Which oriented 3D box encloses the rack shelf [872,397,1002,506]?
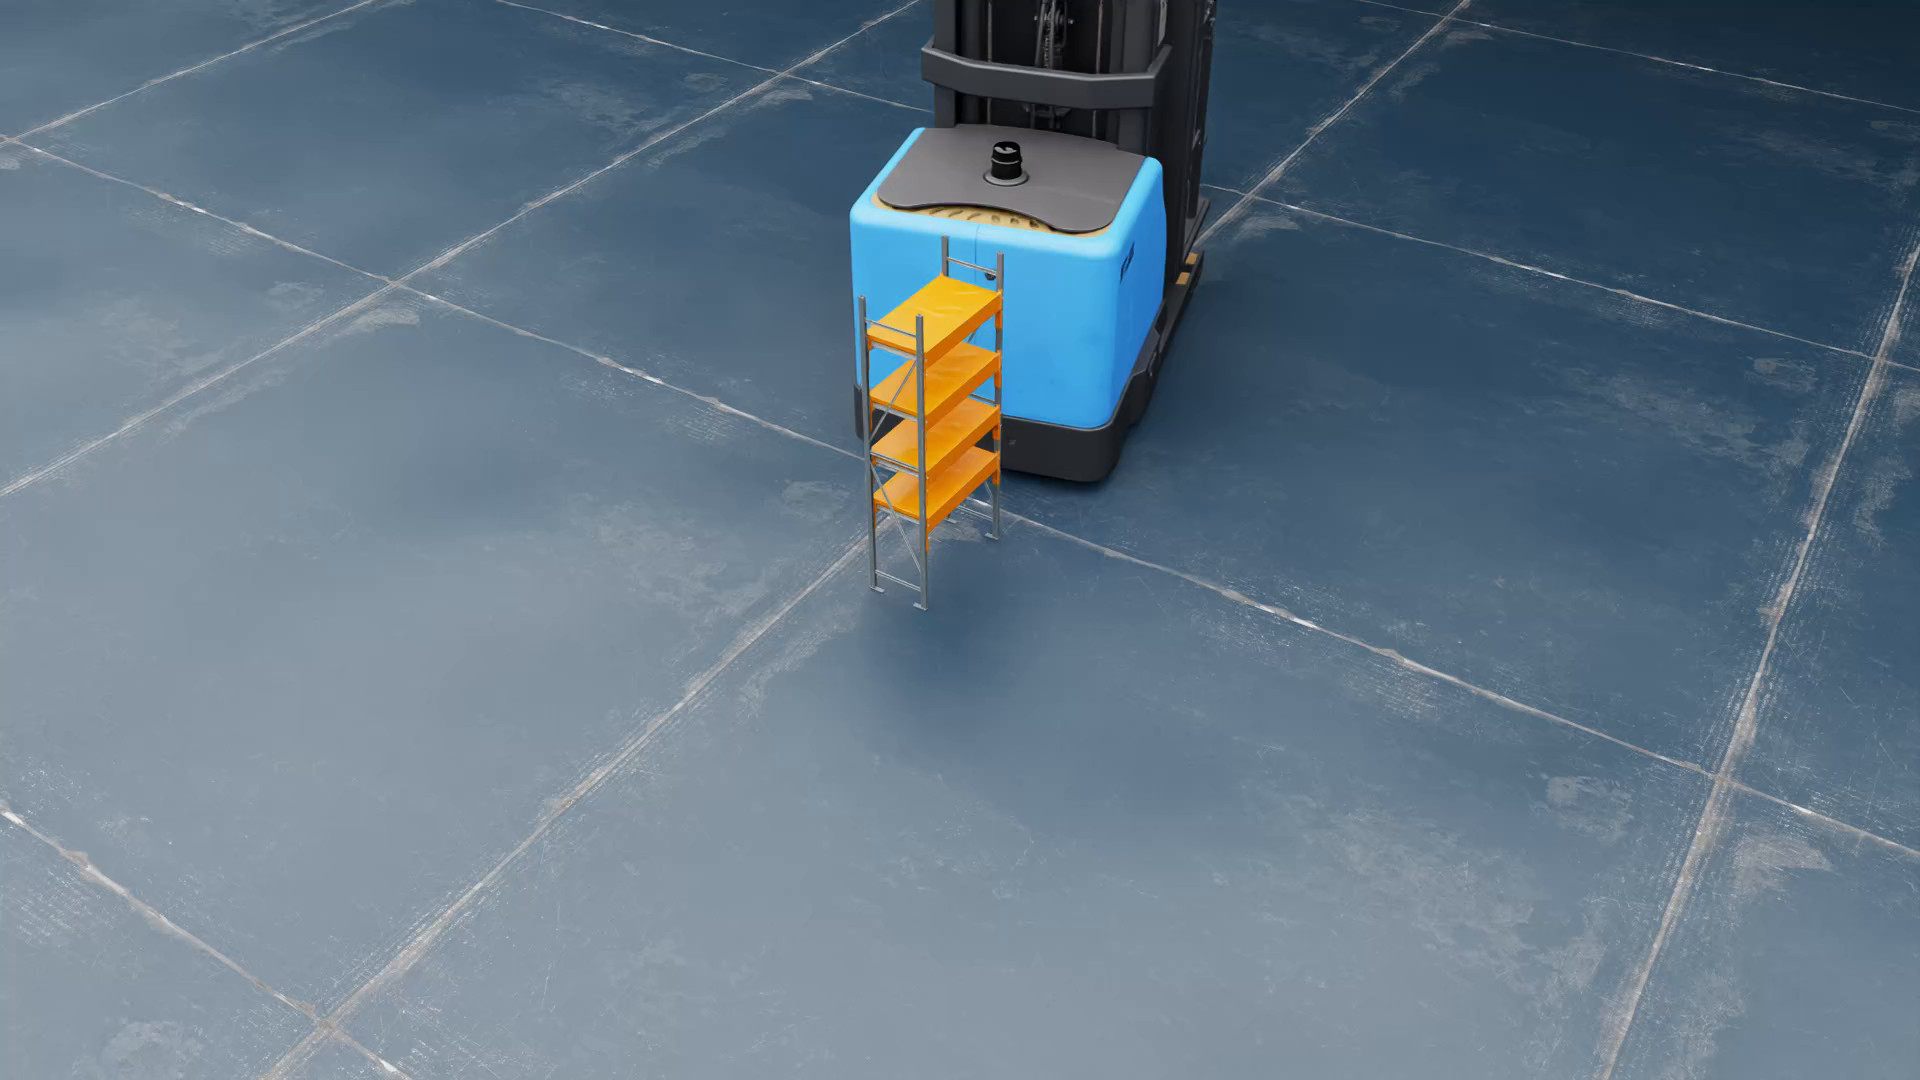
[{"bbox_3d":[-0.089,-0.337,5.814,0.258,0.148,0.480,21,42,25],"label":"rack shelf"}]

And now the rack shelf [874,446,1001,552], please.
[{"bbox_3d":[-0.089,-0.179,5.935,0.258,0.148,0.480,21,42,25],"label":"rack shelf"}]

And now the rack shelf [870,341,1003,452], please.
[{"bbox_3d":[-0.089,-0.514,5.677,0.258,0.148,0.480,21,42,25],"label":"rack shelf"}]

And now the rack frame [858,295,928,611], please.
[{"bbox_3d":[-0.219,-0.264,5.610,0.240,1.200,0.015,21,42,25],"label":"rack frame"}]

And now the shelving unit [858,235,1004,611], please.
[{"bbox_3d":[-0.089,-0.390,5.773,0.258,1.200,0.503,21,42,25],"label":"shelving unit"}]

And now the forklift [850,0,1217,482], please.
[{"bbox_3d":[0.506,-2.288,6.817,1.130,2.935,3.031,11,39,14],"label":"forklift"}]

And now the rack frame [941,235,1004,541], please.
[{"bbox_3d":[0.042,-0.516,5.936,0.240,1.200,0.015,21,42,25],"label":"rack frame"}]

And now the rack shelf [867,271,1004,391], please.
[{"bbox_3d":[-0.089,-0.701,5.533,0.258,0.148,0.480,21,42,25],"label":"rack shelf"}]
